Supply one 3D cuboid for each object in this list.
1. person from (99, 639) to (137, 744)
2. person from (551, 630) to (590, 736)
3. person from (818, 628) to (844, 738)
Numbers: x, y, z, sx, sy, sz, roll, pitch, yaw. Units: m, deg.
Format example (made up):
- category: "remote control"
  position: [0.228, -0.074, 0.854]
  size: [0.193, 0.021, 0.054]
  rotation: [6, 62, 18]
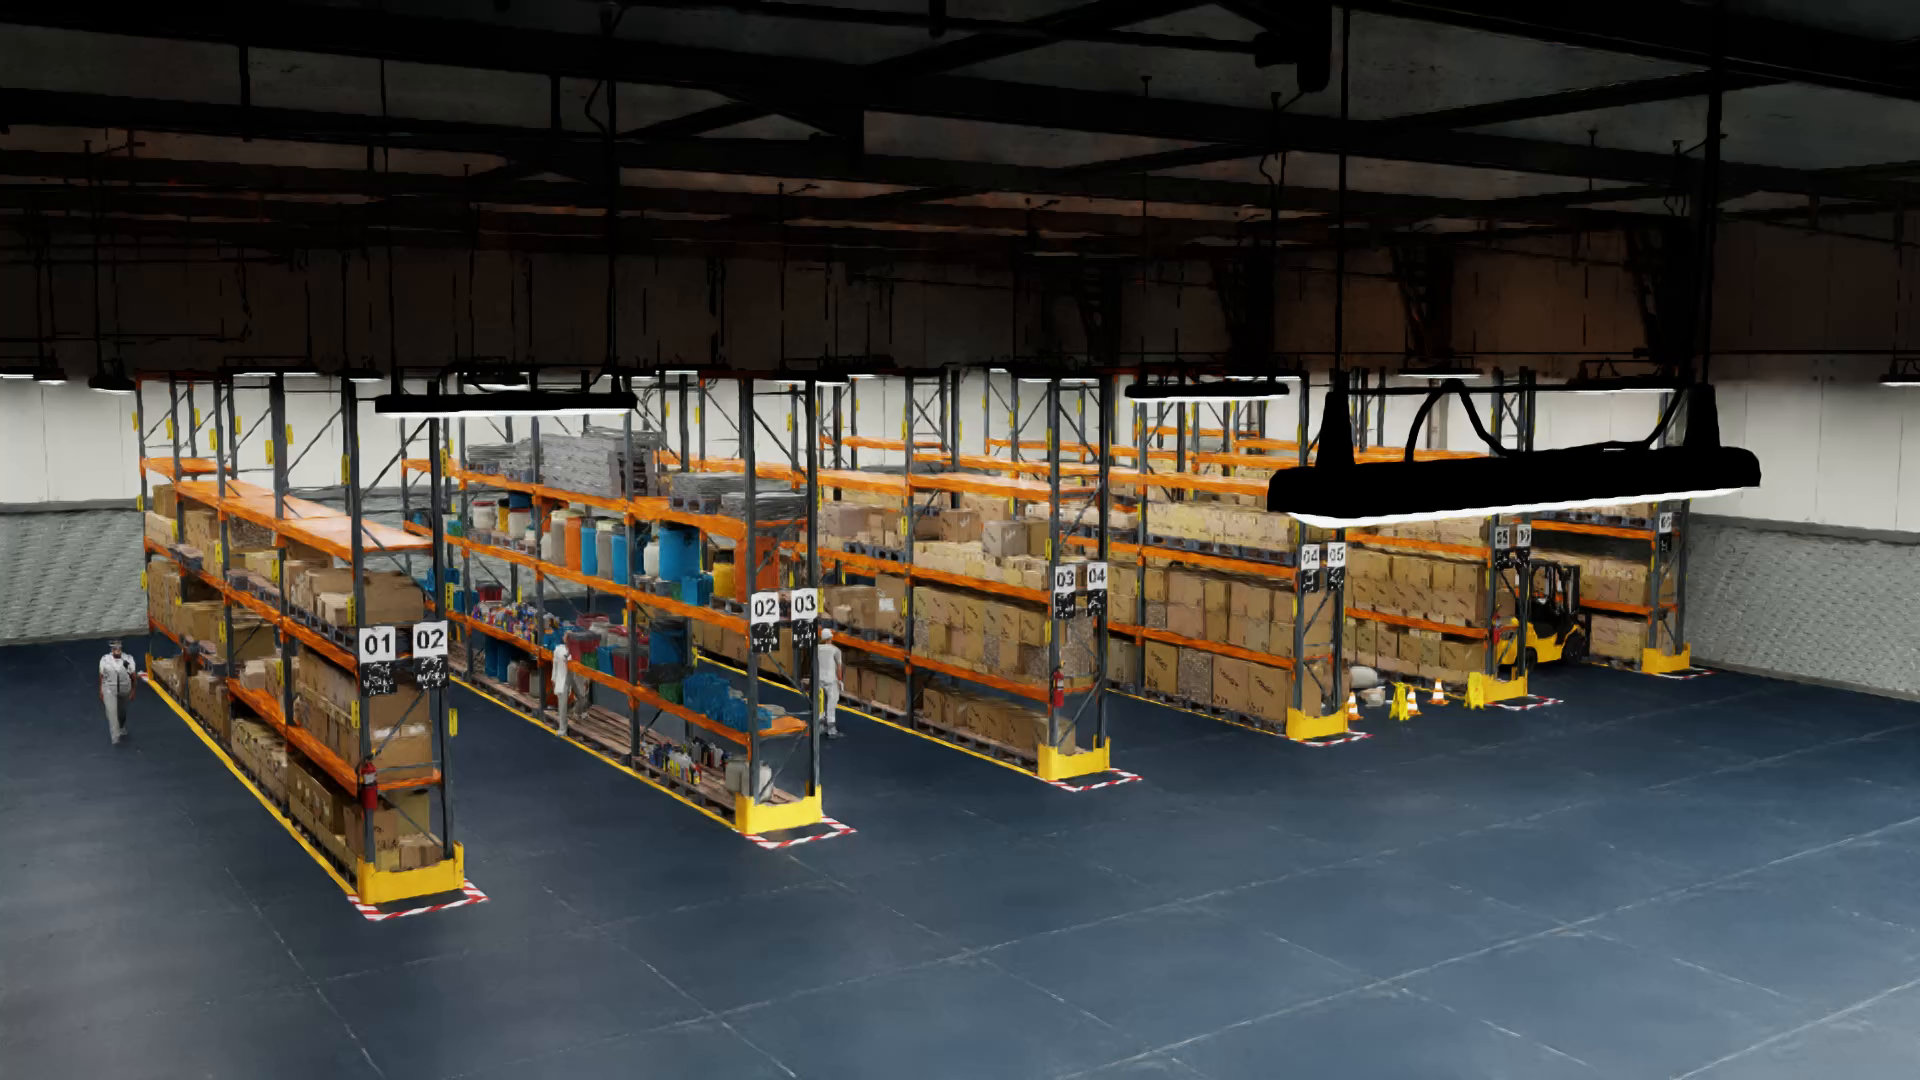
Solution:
- category: "person"
  position: [-13.700, 2.428, 27.091]
  size: [0.540, 1.676, 1.120]
  rotation: [-5, 8, -36]
- category: "person"
  position: [-6.460, 2.336, 27.586]
  size: [0.636, 1.741, 1.053]
  rotation: [-1, 7, -13]
- category: "person"
  position: [-2.172, 2.333, 27.431]
  size: [0.606, 1.792, 0.442]
  rotation: [3, 7, 26]
